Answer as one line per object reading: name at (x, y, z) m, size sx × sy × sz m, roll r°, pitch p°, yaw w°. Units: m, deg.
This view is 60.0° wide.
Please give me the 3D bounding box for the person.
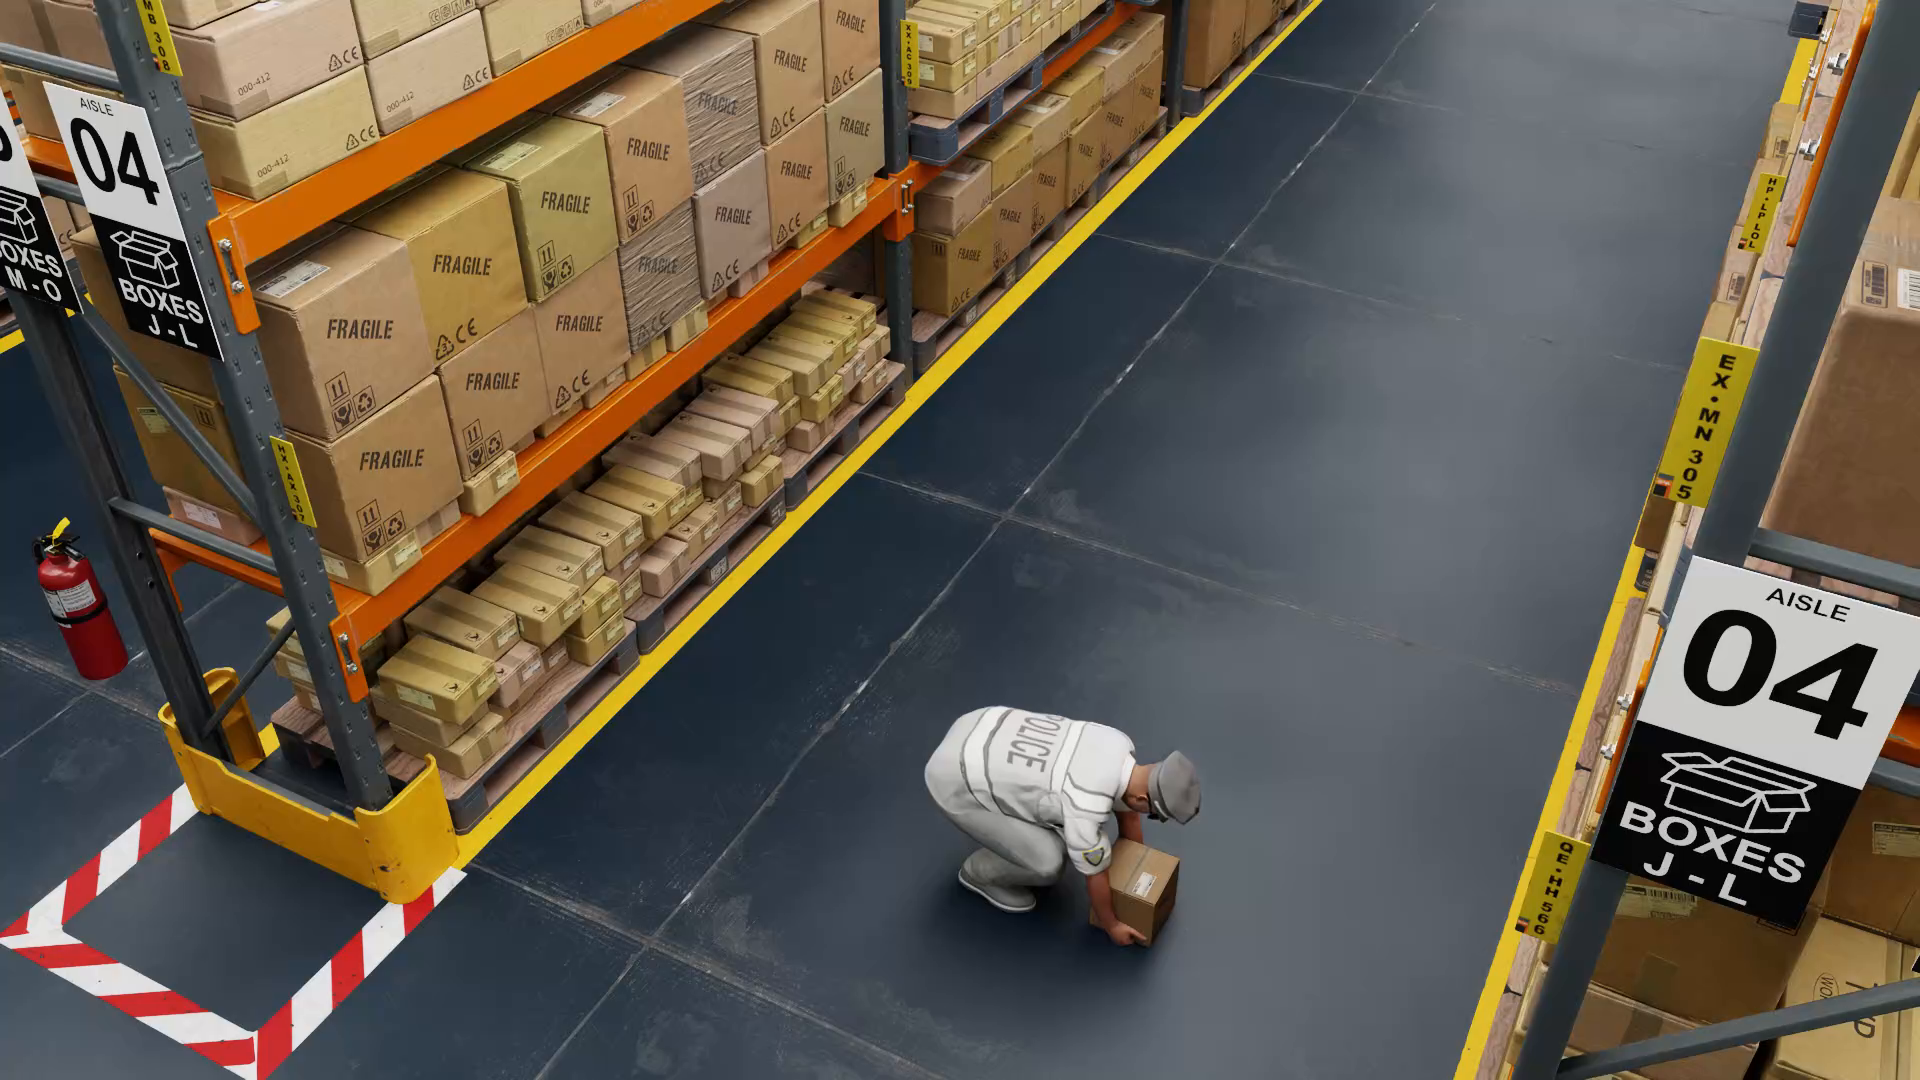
person at (0.378, 1.026, 6.213) m, size 1.020 × 0.819 × 0.528 m, roll 17°, pitch 41°, yaw 20°
